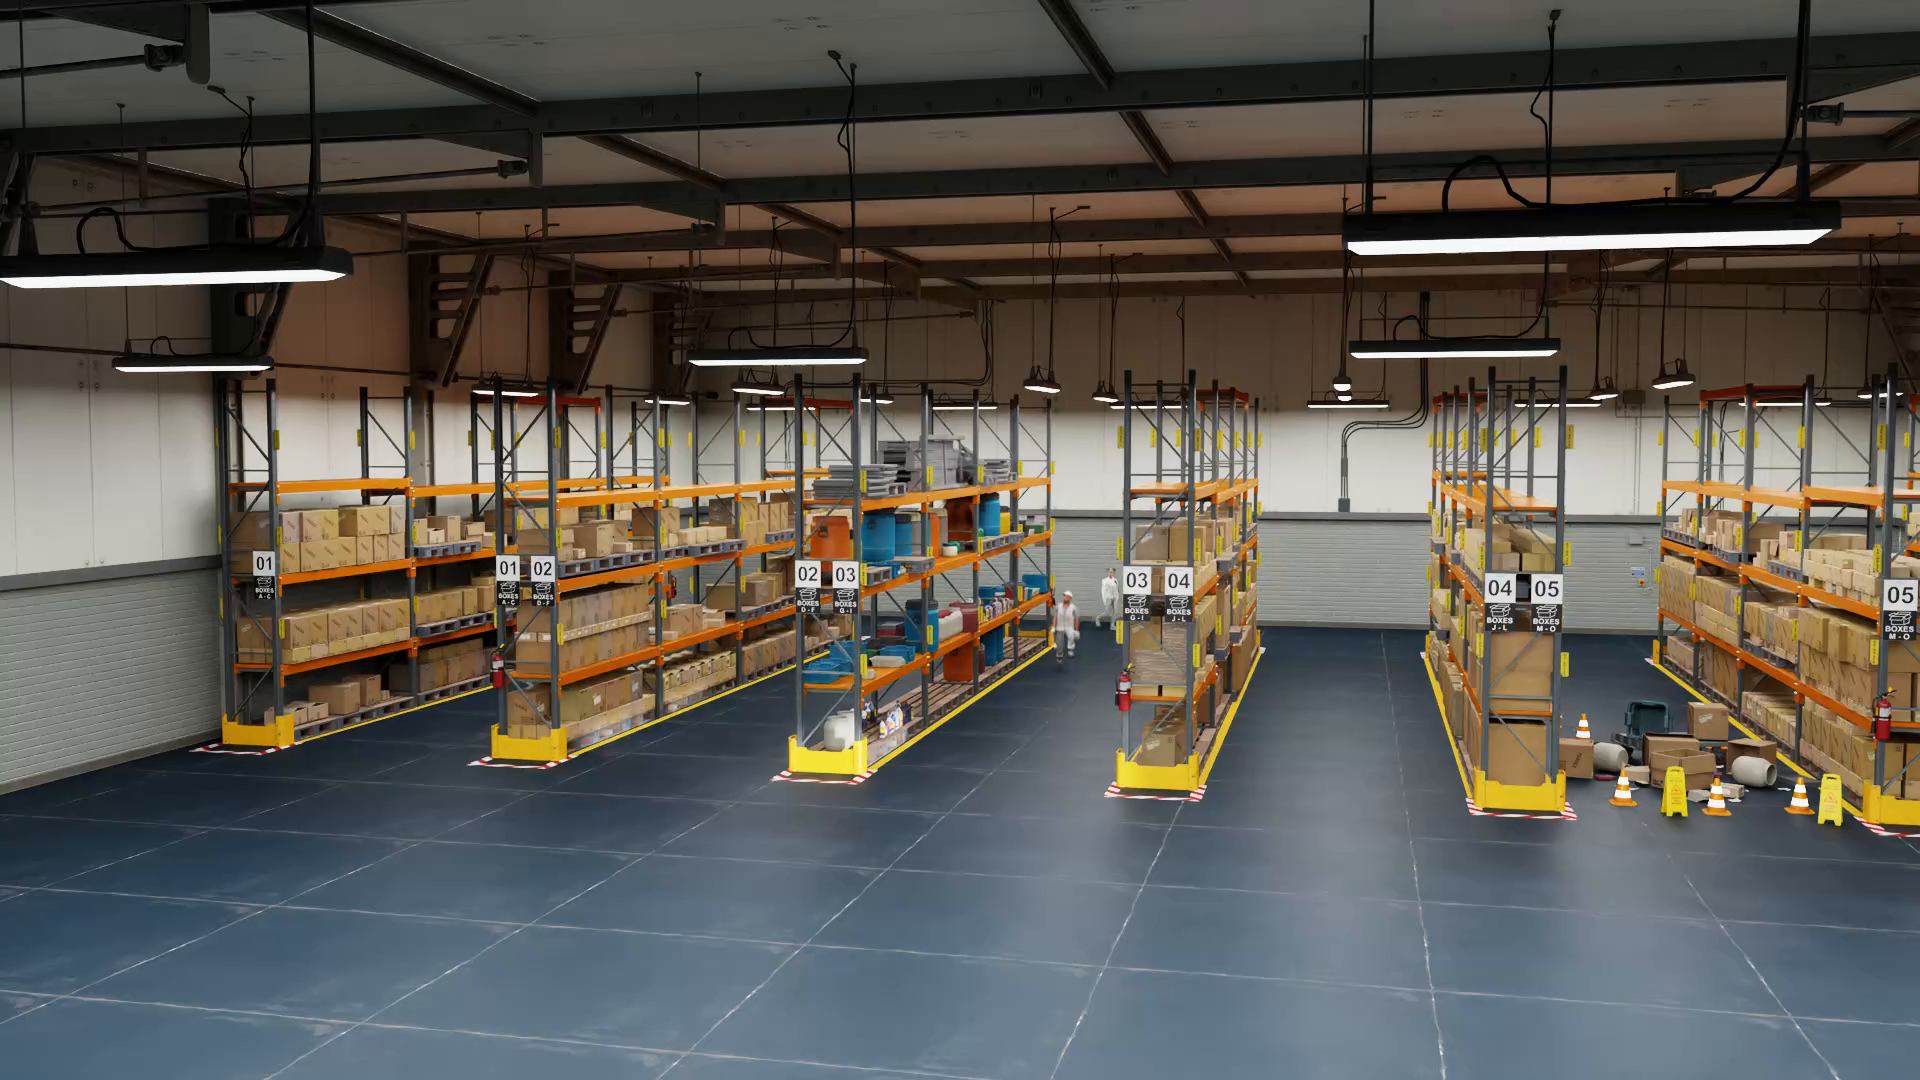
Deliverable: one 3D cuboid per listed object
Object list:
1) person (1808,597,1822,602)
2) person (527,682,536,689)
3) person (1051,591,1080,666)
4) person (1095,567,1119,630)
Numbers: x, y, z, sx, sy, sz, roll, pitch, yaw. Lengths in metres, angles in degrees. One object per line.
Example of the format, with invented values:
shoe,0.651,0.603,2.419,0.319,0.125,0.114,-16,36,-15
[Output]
person,20.610,1.684,40.382,0.486,1.789,0.544,0,3,-3
person,-7.893,2.299,31.376,0.544,1.696,0.617,3,4,37
person,2.291,1.945,36.103,0.633,1.681,1.035,0,3,1
person,3.928,1.537,43.772,0.484,1.652,0.662,-3,5,-41
